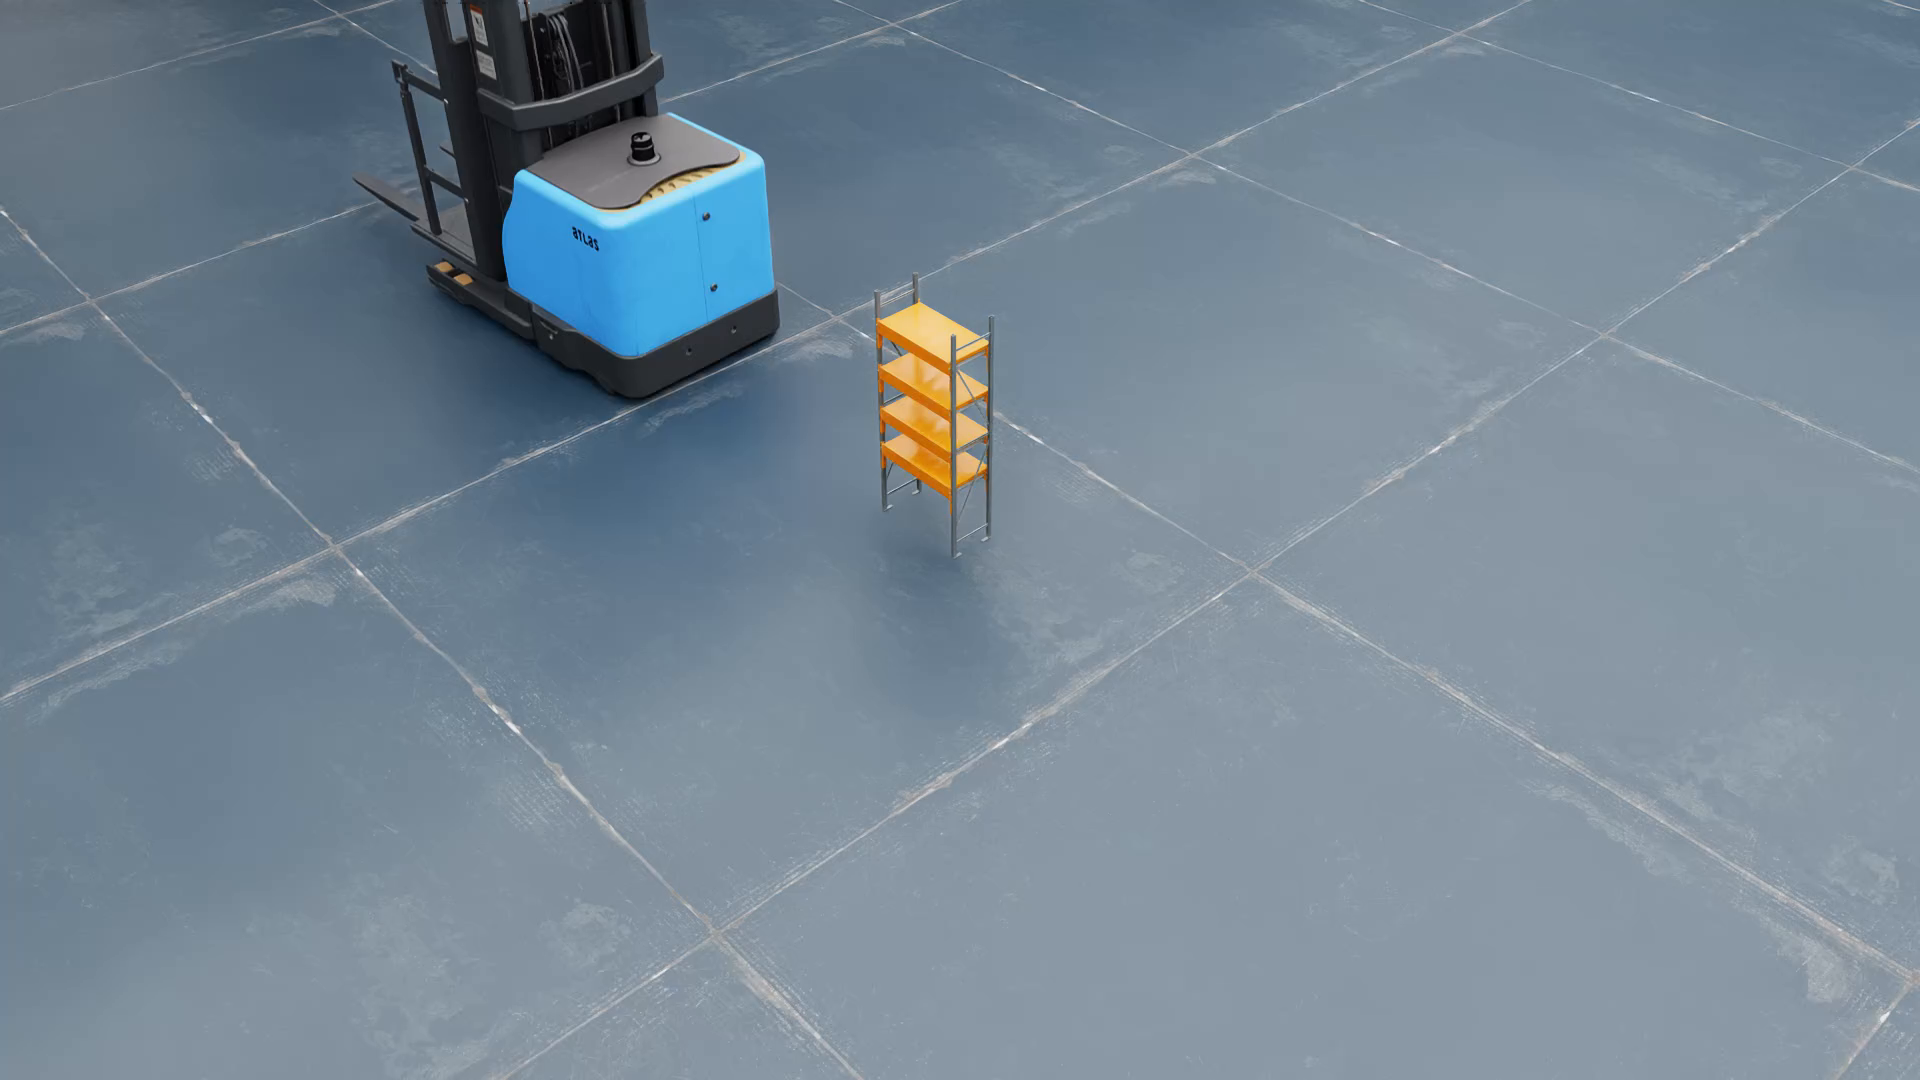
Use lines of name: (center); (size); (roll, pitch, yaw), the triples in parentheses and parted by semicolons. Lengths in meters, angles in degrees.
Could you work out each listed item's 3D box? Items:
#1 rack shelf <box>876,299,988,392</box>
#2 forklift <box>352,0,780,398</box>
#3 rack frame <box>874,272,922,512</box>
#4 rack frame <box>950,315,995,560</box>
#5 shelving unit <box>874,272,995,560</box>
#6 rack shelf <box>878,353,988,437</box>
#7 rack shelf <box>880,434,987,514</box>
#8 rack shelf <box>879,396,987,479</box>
rack shelf: (-0.112, -0.849, 7.221); (0.258, 0.148, 0.480); (-30, 48, -32)
forklift: (-2.393, -2.684, 8.741); (3.031, 2.935, 1.130); (31, 48, 33)
rack frame: (-0.277, -0.656, 7.608); (0.240, 1.200, 0.015); (-30, 48, -32)
rack frame: (0.053, -0.430, 7.328); (0.240, 1.200, 0.015); (-30, 48, -32)
shelving unit: (-0.112, -0.543, 7.468); (0.258, 1.200, 0.503); (-30, 48, -32)
rack shelf: (-0.112, -0.665, 7.370); (0.258, 0.148, 0.480); (-30, 48, -32)
rack shelf: (-0.112, -0.337, 7.635); (0.258, 0.148, 0.480); (-30, 48, -32)
rack shelf: (-0.112, -0.491, 7.510); (0.258, 0.148, 0.480); (-30, 48, -32)
